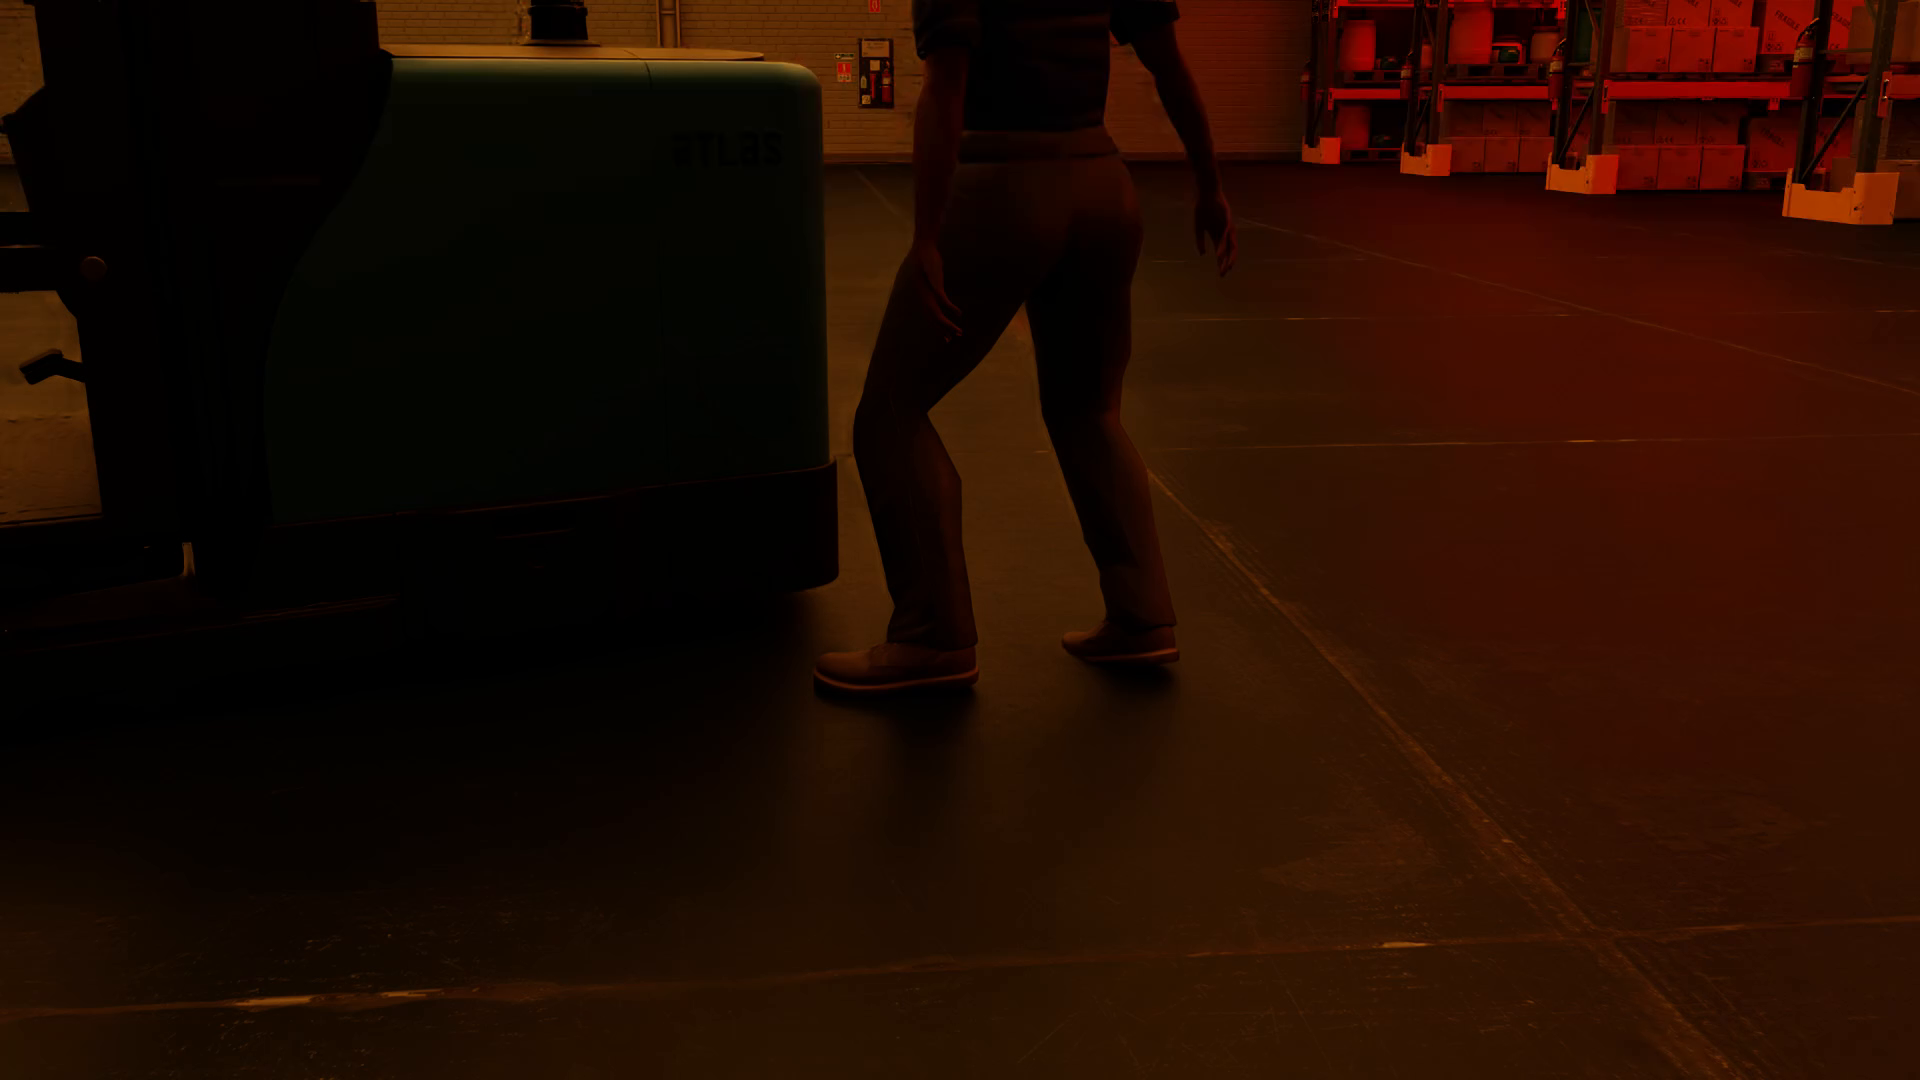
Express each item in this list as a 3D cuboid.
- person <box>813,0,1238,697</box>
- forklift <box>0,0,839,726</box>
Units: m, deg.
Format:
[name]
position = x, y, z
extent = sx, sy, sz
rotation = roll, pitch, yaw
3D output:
[person]
position = 0.133, -0.533, 2.875
extent = 0.812, 1.628, 0.414
rotation = -9, 17, -30
[forklift]
position = -1.796, -1.206, 2.757
extent = 3.031, 2.935, 1.130
rotation = -7, 16, -26
